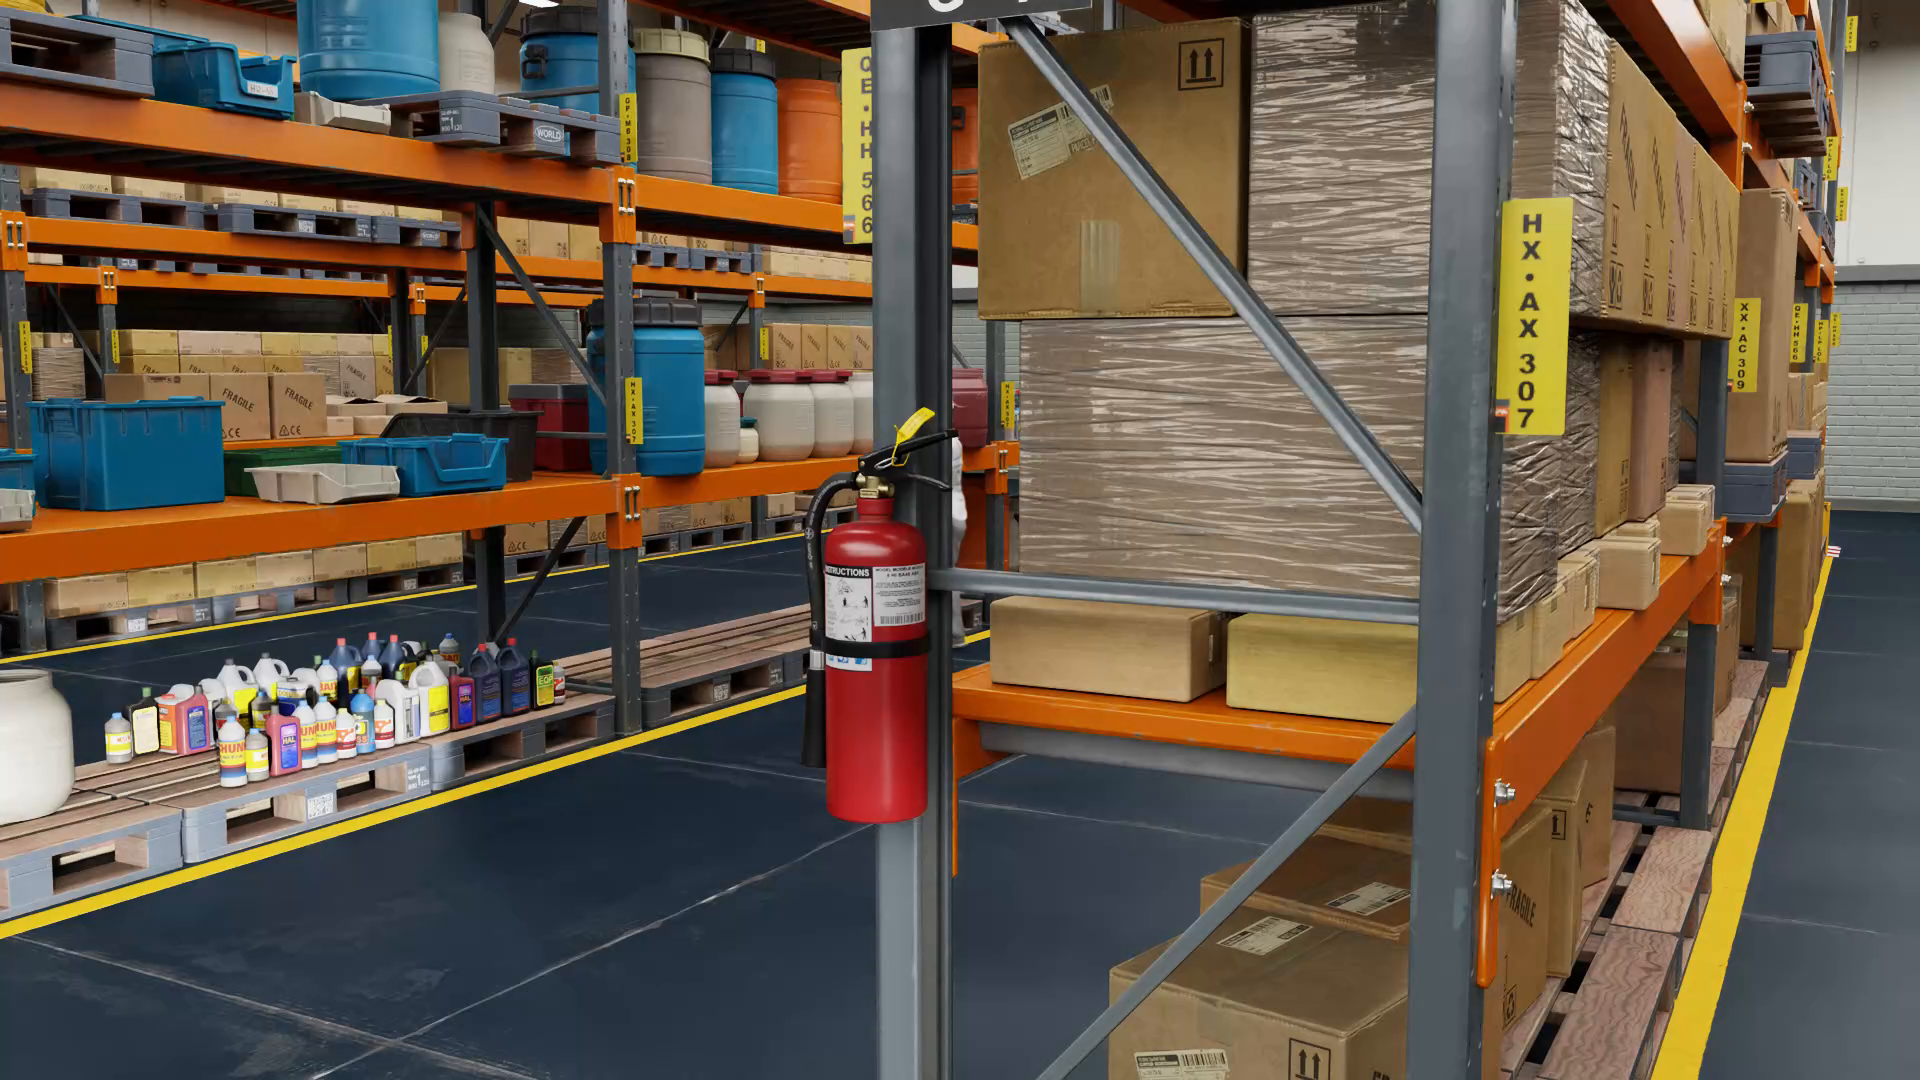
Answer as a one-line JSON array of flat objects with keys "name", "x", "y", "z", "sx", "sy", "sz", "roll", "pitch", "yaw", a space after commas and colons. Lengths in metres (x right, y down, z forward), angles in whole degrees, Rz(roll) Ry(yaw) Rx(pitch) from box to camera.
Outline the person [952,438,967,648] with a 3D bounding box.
[{"name": "person", "x": -0.186, "y": -0.082, "z": 10.828, "sx": 0.409, "sy": 1.637, "sz": 0.450, "roll": 4, "pitch": 7, "yaw": 35}]
